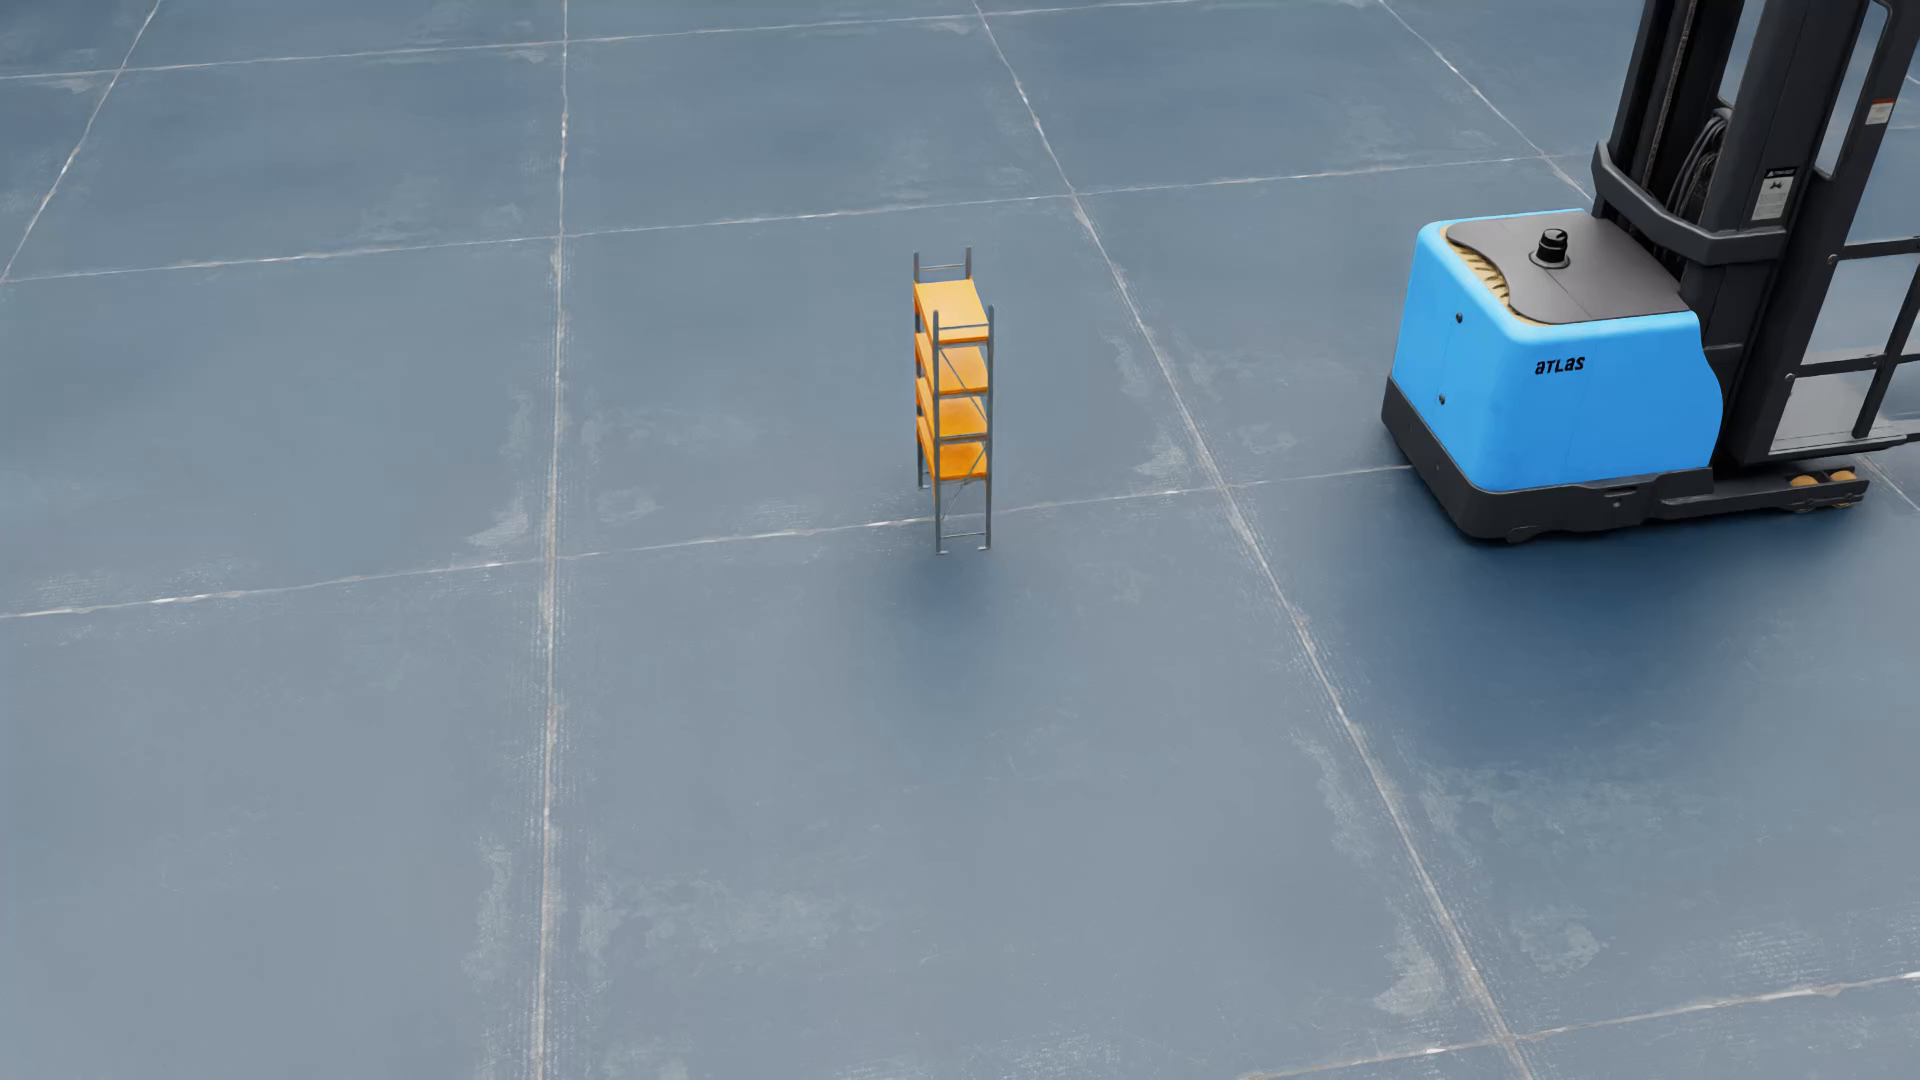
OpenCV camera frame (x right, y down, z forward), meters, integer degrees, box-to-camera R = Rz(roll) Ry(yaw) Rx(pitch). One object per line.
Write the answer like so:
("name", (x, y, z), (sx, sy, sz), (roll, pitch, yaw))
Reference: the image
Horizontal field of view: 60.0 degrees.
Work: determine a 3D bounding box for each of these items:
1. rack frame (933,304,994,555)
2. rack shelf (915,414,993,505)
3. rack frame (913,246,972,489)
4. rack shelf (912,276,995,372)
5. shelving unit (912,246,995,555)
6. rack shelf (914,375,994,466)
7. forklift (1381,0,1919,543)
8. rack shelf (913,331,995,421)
("rack frame", (0.014, -0.426, 6.821), (0.240, 1.200, 0.015), (-6, 38, -8))
("rack shelf", (-0.029, -0.364, 7.174), (0.258, 0.148, 0.480), (-6, 38, -8))
("rack frame", (-0.072, -0.721, 7.200), (0.240, 1.200, 0.015), (-6, 38, -8))
("rack shelf", (-0.029, -0.884, 6.770), (0.258, 0.148, 0.480), (-6, 38, -8))
("shelving unit", (-0.029, -0.574, 7.011), (0.258, 1.200, 0.503), (-6, 38, -8))
("rack shelf", (-0.029, -0.521, 7.052), (0.258, 0.148, 0.480), (-6, 38, -8))
("forklift", (3.561, -1.590, 6.907), (3.031, 2.935, 1.130), (-7, 38, -9))
("rack shelf", (-0.029, -0.697, 6.915), (0.258, 0.148, 0.480), (-6, 38, -8))
